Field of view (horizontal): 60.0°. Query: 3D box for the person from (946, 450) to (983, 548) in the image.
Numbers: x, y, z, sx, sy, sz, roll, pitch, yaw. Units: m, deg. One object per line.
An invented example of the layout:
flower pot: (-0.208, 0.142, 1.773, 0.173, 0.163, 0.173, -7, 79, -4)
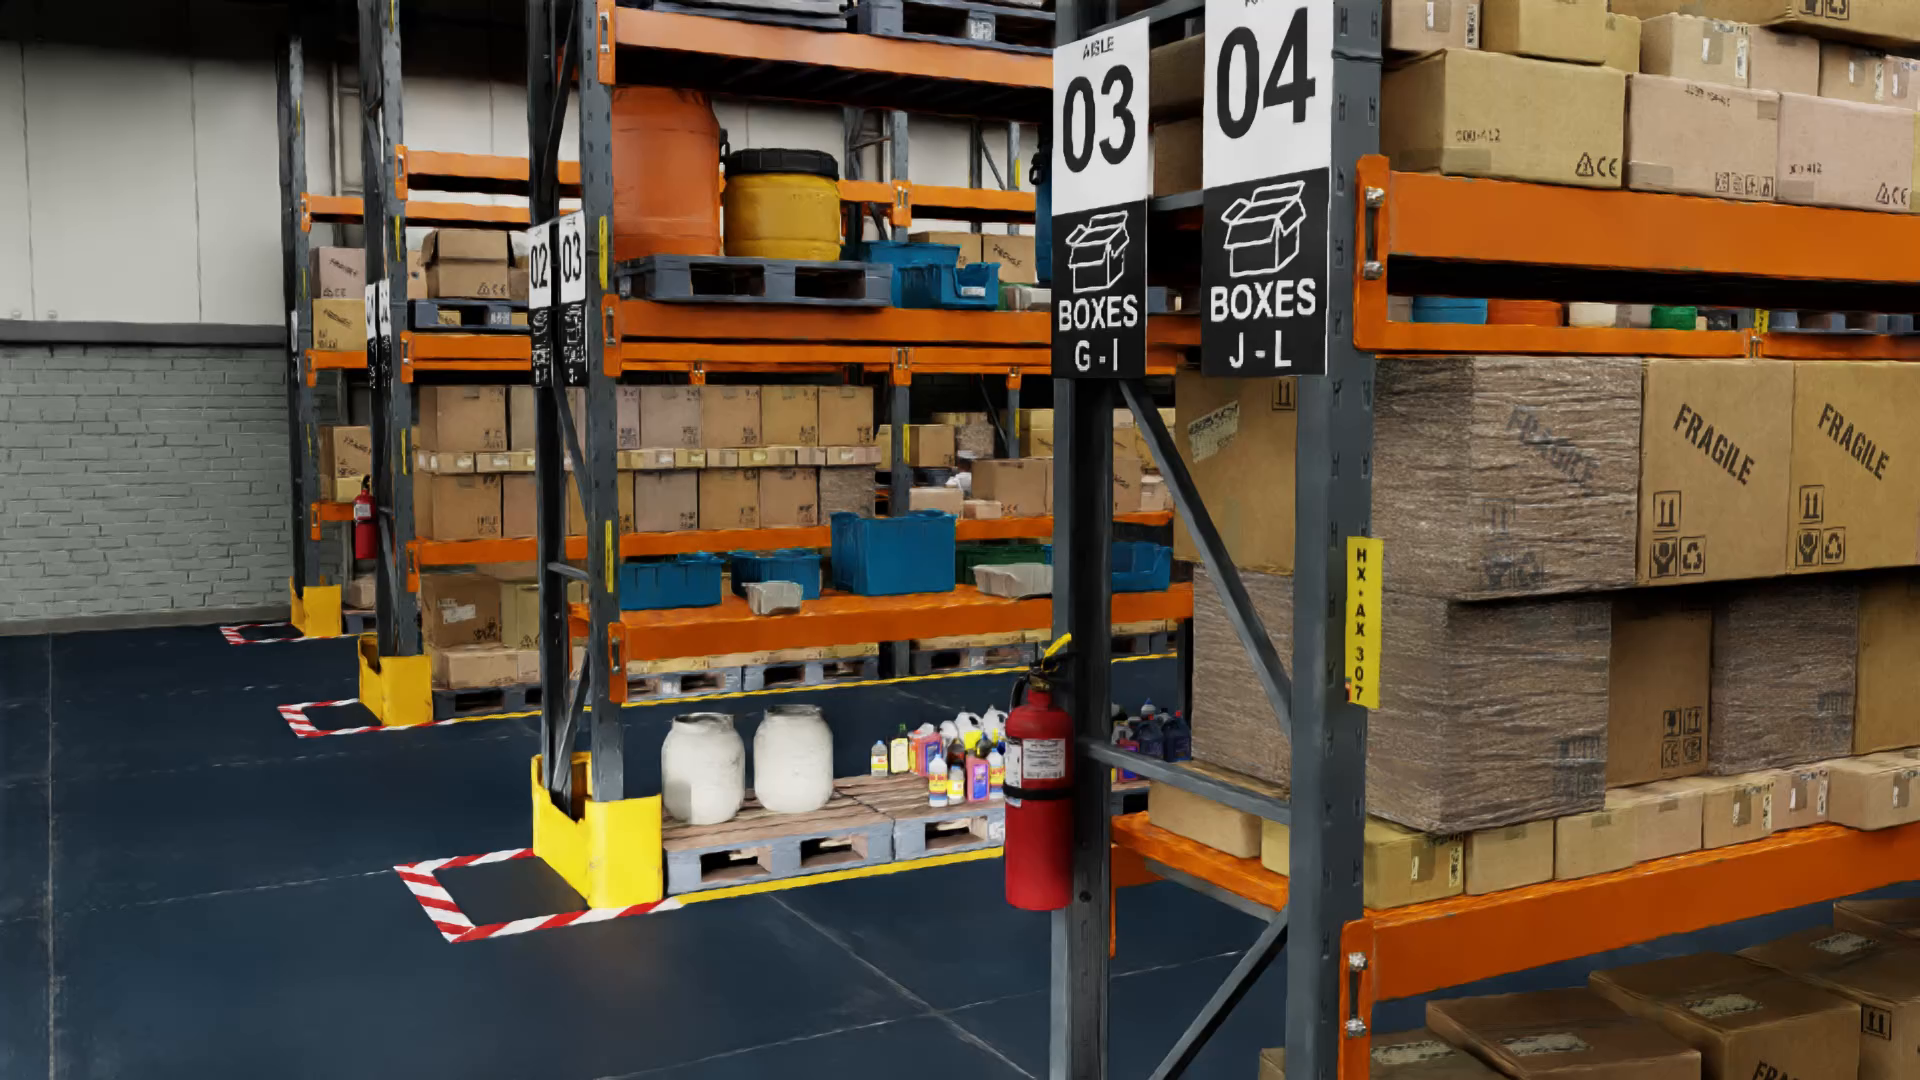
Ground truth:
person: (0.050, -0.089, 17.974, 0.558, 1.768, 0.511, -4, 6, -38)
